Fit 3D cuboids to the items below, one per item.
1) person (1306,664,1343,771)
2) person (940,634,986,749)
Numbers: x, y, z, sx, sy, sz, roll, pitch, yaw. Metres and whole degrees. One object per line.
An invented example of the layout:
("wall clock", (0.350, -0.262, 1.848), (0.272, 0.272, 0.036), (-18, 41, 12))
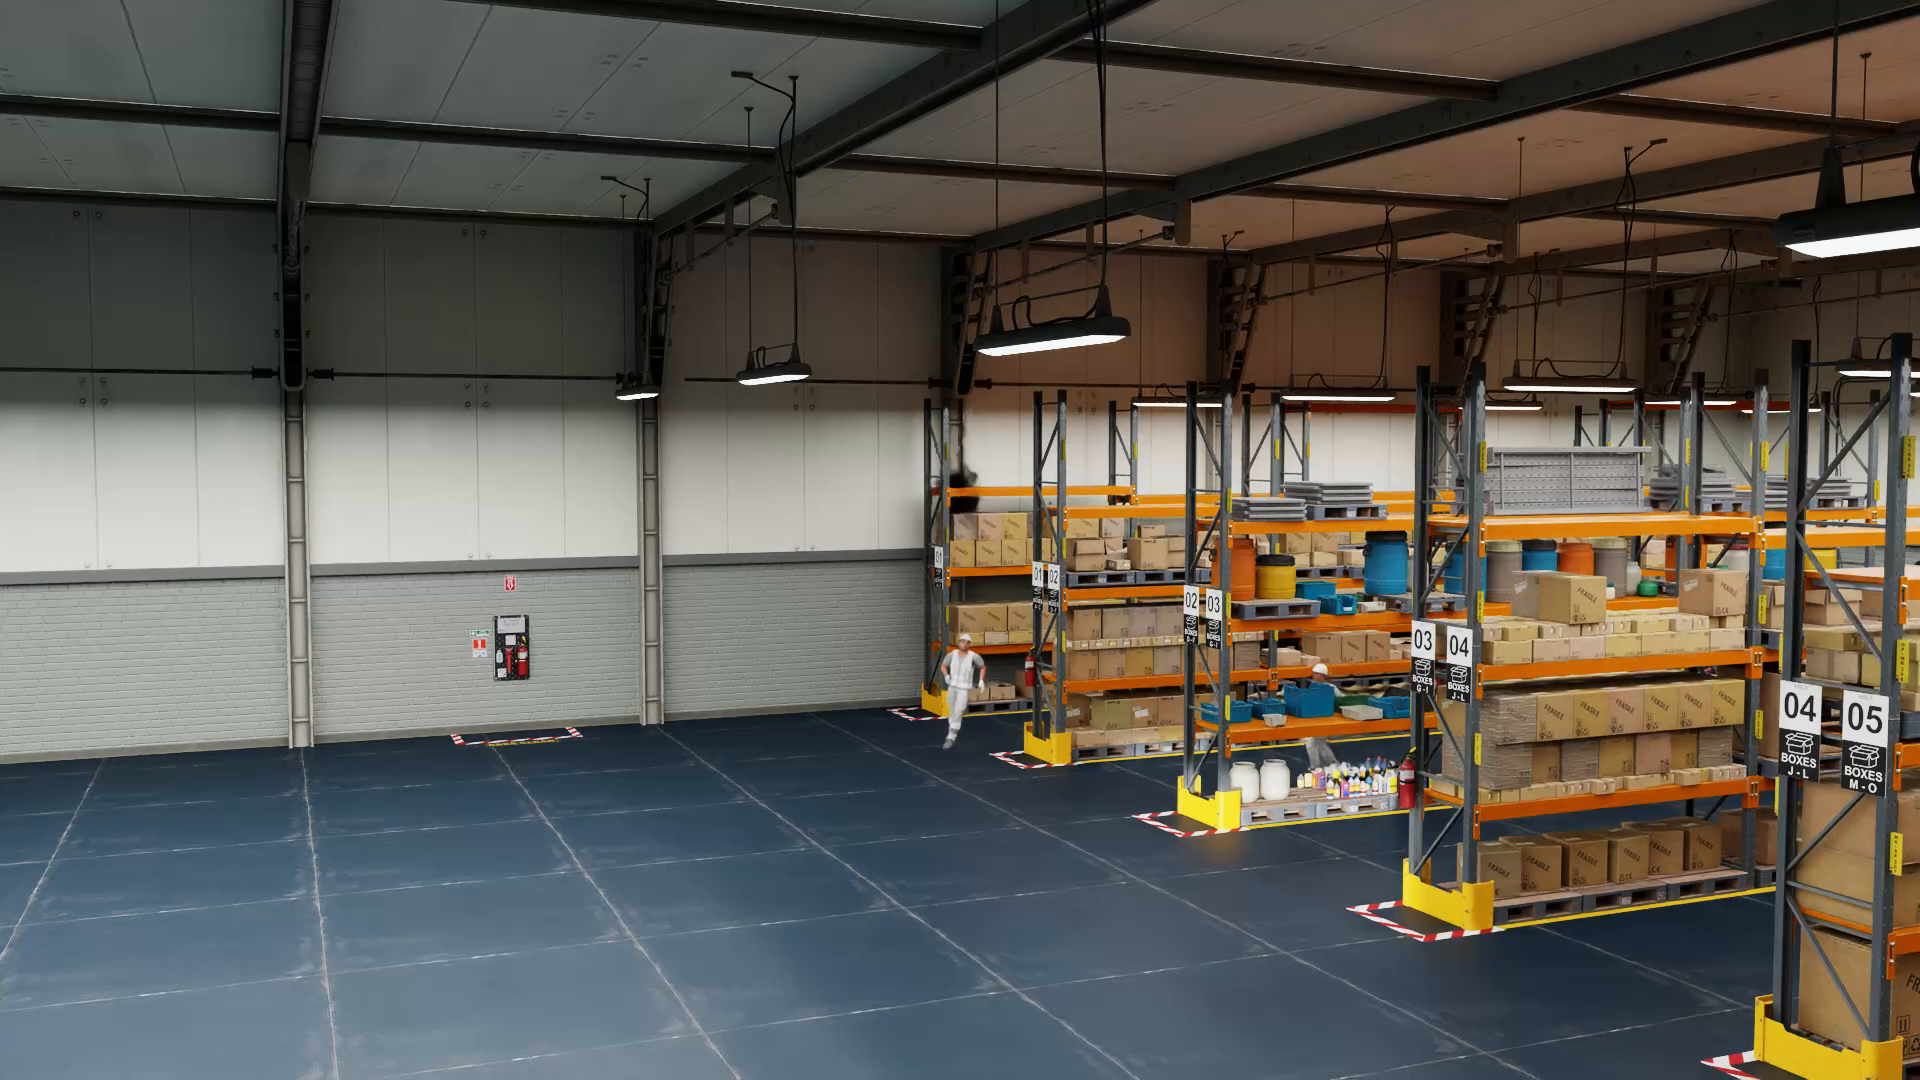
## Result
("person", (5.475, 2.798, 25.313), (0.777, 1.835, 0.638), (-1, 4, -19))
("person", (0.010, 2.408, 26.745), (0.731, 1.804, 0.824), (1, 4, 18))
